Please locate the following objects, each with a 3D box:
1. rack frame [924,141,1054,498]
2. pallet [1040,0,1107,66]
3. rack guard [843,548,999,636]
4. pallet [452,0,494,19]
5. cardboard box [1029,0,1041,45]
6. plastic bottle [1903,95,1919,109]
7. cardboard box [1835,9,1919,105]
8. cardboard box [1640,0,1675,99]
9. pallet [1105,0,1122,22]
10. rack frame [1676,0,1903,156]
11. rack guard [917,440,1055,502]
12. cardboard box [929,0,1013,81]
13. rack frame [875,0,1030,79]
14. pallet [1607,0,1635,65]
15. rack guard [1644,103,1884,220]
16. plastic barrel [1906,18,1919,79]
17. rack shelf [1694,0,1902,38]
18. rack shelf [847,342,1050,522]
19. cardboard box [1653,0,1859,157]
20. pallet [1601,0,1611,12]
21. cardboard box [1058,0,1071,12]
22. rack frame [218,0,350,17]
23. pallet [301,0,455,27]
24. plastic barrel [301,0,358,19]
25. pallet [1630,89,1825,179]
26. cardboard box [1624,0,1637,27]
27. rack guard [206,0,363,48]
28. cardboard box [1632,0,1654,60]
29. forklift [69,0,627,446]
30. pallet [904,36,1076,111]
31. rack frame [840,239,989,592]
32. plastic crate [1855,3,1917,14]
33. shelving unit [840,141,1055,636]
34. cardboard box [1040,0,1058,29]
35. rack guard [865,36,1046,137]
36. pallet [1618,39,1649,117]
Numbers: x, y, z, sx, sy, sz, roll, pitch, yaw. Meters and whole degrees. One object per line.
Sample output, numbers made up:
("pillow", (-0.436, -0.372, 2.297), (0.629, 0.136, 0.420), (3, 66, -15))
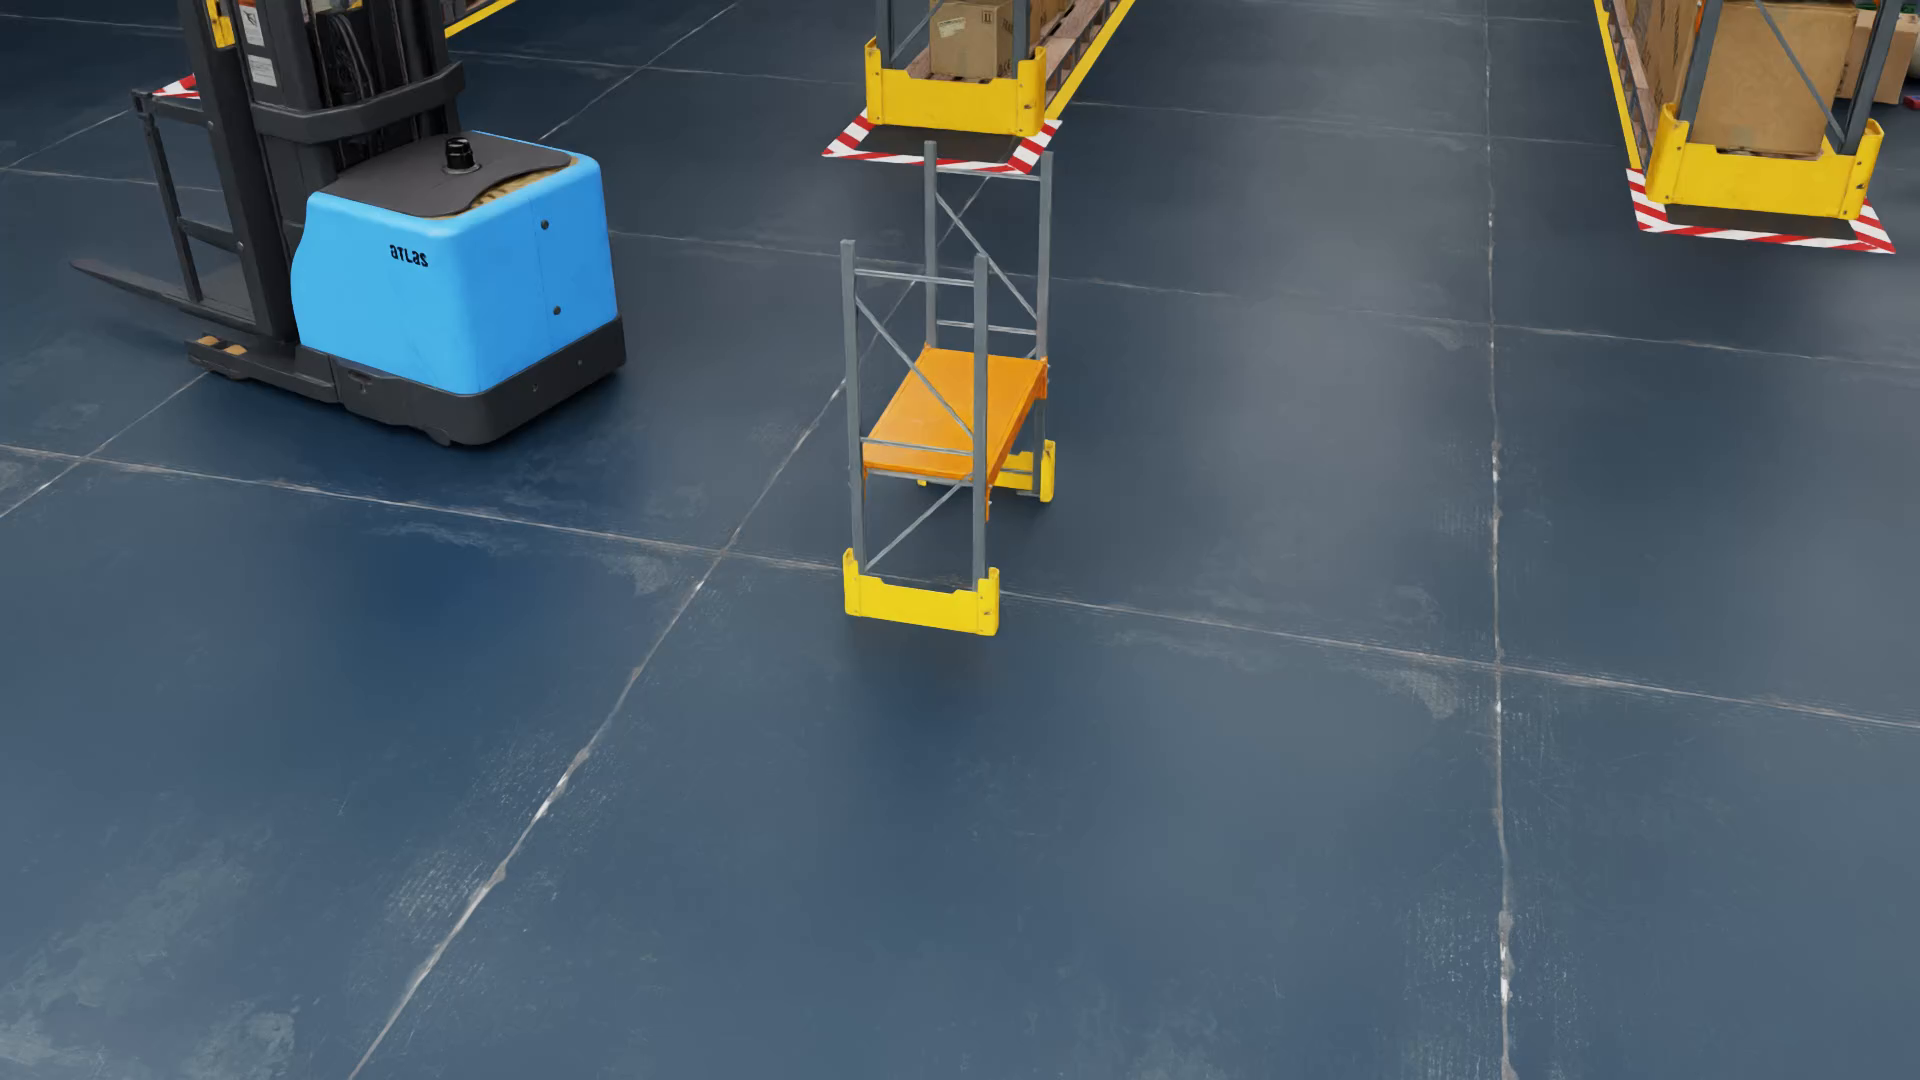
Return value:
("rack frame", (0.107, -0.852, 6.693), (0.500, 1.500, 0.032), (8, 33, 12))
("pallet", (0.522, -3.943, 12.755), (1.003, 0.211, 1.213), (8, 33, 12))
("rack guard", (-0.146, 0.192, 6.214), (0.587, 0.250, 0.087), (8, 33, 12))
("pallet", (-4.344, -4.627, 13.832), (1.003, 0.211, 1.213), (8, 33, 12))
("cardboard box", (0.244, -3.791, 11.856), (0.500, 0.500, 0.500), (17, 36, 25))
("plastic bottle", (6.657, -3.012, 11.431), (0.283, 0.061, 0.133), (-3, 33, -4))
("cardboard box", (6.336, -3.381, 11.600), (0.500, 0.500, 0.500), (14, 35, 21))
("cardboard box", (5.052, -3.403, 10.895), (0.875, 0.875, 0.875), (8, 33, 12))
("pallet", (0.829, -4.578, 13.754), (1.003, 0.211, 1.213), (8, 33, 12))
("rack frame", (4.722, -3.304, 9.152), (1.000, 3.000, 0.127), (8, 33, 12))
("rack guard", (0.107, -0.324, 7.027), (0.587, 0.250, 0.087), (8, 33, 12))
("cardboard box", (0.125, -3.476, 11.361), (0.500, 0.500, 0.500), (14, 35, 21))
("rack frame", (-0.050, -4.032, 10.296), (1.000, 3.000, 0.127), (8, 33, 12))
("pallet", (5.469, -3.819, 12.561), (1.003, 0.211, 1.213), (8, 33, 12))
("rack guard", (4.716, -2.237, 9.803), (1.175, 0.500, 0.348), (8, 33, 12))
("plastic barrel", (6.933, -3.495, 11.853), (0.421, 0.421, 0.512), (-21, 38, -29))
("rack shelf", (5.230, -4.039, 10.977), (1.077, 0.370, 4.000), (8, 33, 12))
("rack shelf", (-0.022, -0.437, 6.374), (0.538, 0.185, 1.000), (8, 33, 12))
("cardboard box", (4.830, -2.946, 10.177), (0.875, 0.875, 0.875), (8, 33, 13))
("pallet", (5.860, -4.614, 13.811), (1.003, 0.211, 1.213), (8, 33, 12))
("cardboard box", (0.606, -4.397, 12.809), (0.500, 0.500, 0.500), (5, 33, 8))
("rack frame", (-4.841, -4.706, 11.357), (1.000, 3.000, 0.127), (8, 33, 12))
("pallet", (-4.655, -3.996, 12.839), (1.003, 0.211, 1.213), (8, 33, 12))
("plastic barrel", (-4.747, -4.186, 12.466), (0.421, 0.512, 0.421), (0, 32, 0))
("pallet", (4.850, -2.553, 10.569), (1.003, 0.211, 1.213), (8, 33, 12))
("cardboard box", (5.510, -4.344, 12.376), (0.875, 0.875, 0.875), (9, 33, 13))
("rack guard", (-4.867, -3.697, 12.100), (1.175, 0.500, 0.348), (8, 33, 12))
("cardboard box", (5.285, -3.875, 11.639), (0.875, 0.875, 0.875), (8, 33, 13))
("forklift", (-3.130, -2.224, 7.516), (3.031, 2.935, 1.130), (18, 36, 25))
("pallet", (0.210, -3.311, 11.762), (1.003, 0.211, 1.213), (8, 33, 12))
("rack frame", (-0.151, -0.325, 5.863), (0.500, 1.500, 0.032), (8, 33, 12))
("plastic crate", (6.960, -3.949, 12.733), (0.662, 0.188, 0.450), (-28, 32, -37))
("shelving unit", (-0.019, -0.593, 6.285), (0.587, 1.500, 1.083), (8, 33, 12))
("cardboard box", (0.421, -4.113, 12.363), (0.500, 0.500, 0.500), (11, 34, 17))
("rack guard", (-0.030, -3.017, 11.029), (1.175, 0.500, 0.348), (8, 33, 12))
("pallet", (5.161, -3.184, 11.562), (1.003, 0.211, 1.213), (8, 33, 12))
